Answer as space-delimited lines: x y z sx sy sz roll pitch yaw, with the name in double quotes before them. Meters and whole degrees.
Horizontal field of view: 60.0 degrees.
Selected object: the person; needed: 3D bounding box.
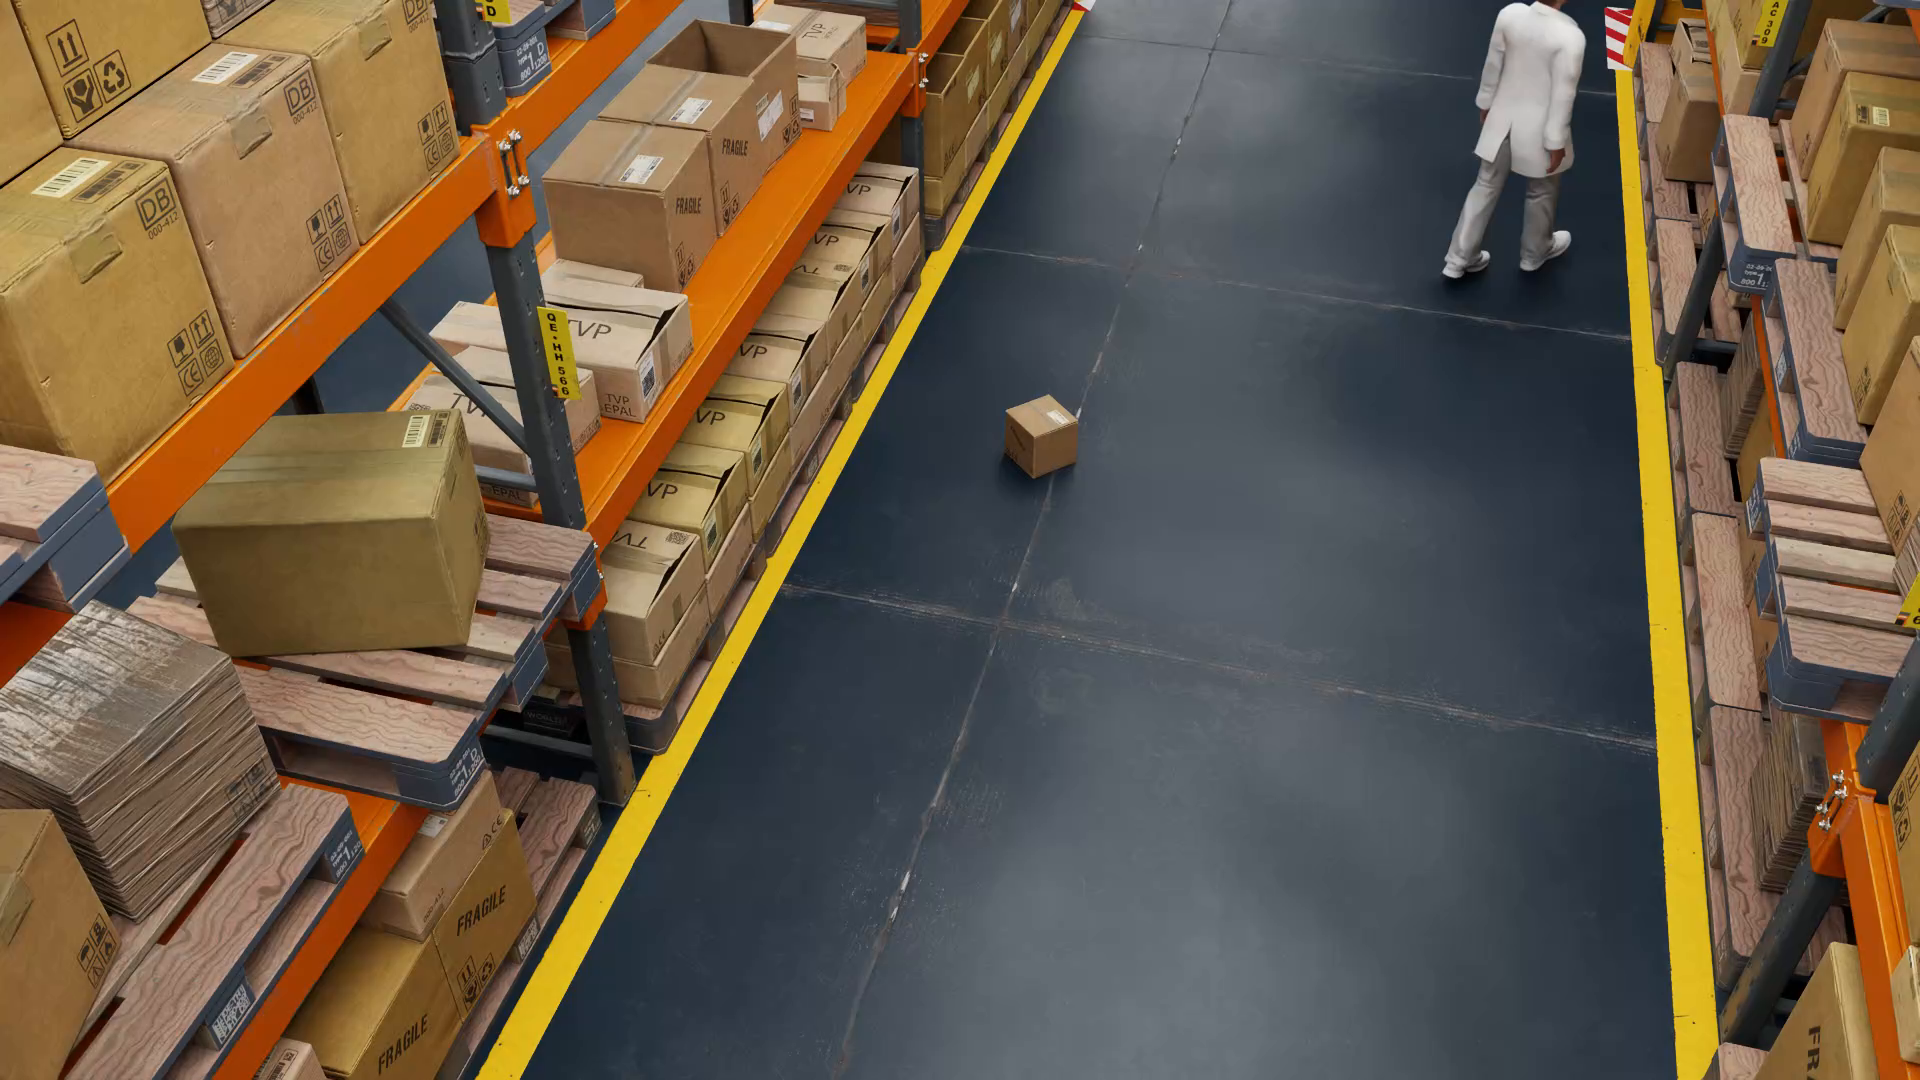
"person" 3.029 -2.228 8.776 0.812 1.769 0.614 -28 48 -29
